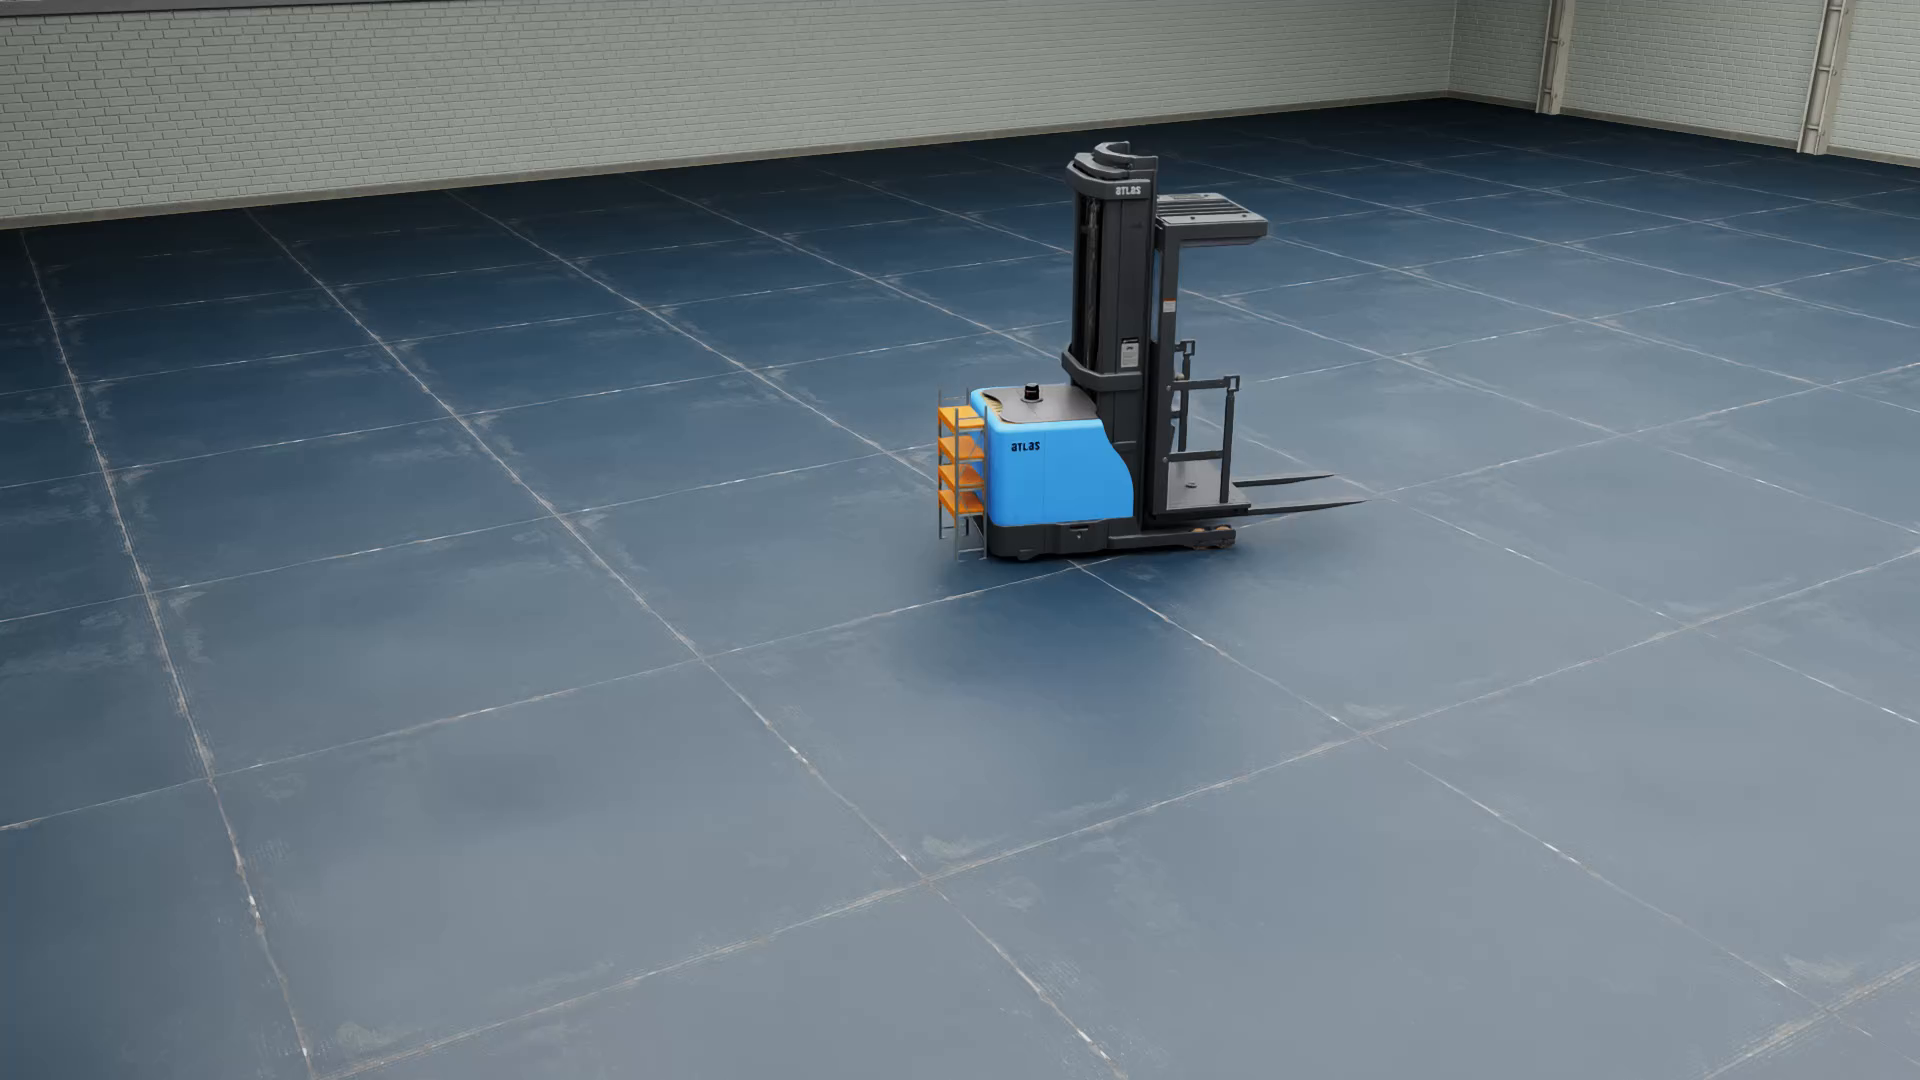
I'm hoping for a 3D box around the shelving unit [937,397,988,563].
[{"bbox_3d":[0.018,-0.490,12.423,0.258,1.200,0.499,-6,23,-14],"label":"shelving unit"}]

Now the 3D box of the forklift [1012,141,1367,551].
[{"bbox_3d":[1.631,-1.466,12.526,3.031,2.935,1.121,-4,23,-11],"label":"forklift"}]

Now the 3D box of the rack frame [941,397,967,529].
[{"bbox_3d":[-0.047,-0.579,12.643,0.228,1.046,0.006,-6,23,-14],"label":"rack frame"}]

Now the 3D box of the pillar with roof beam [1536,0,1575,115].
[{"bbox_3d":[8.591,-12.264,31.034,9.100,9.000,0.400,-13,25,-28],"label":"pillar with roof beam"}]

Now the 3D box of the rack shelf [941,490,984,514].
[{"bbox_3d":[0.018,-0.294,12.505,0.221,0.021,0.457,-6,23,-14],"label":"rack shelf"}]

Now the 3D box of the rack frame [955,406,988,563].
[{"bbox_3d":[0.082,-0.402,12.207,0.240,1.200,0.015,-6,23,-14],"label":"rack frame"}]

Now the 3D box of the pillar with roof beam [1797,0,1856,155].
[{"bbox_3d":[11.656,-10.322,26.255,9.100,9.000,0.400,-13,25,-28],"label":"pillar with roof beam"}]

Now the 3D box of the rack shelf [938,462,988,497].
[{"bbox_3d":[0.018,-0.428,12.450,0.258,0.148,0.480,-6,23,-14],"label":"rack shelf"}]

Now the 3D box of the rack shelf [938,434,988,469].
[{"bbox_3d":[0.018,-0.635,12.366,0.258,0.148,0.480,-6,23,-14],"label":"rack shelf"}]

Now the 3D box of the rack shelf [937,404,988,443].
[{"bbox_3d":[0.018,-0.855,12.277,0.258,0.148,0.480,-6,23,-14],"label":"rack shelf"}]
